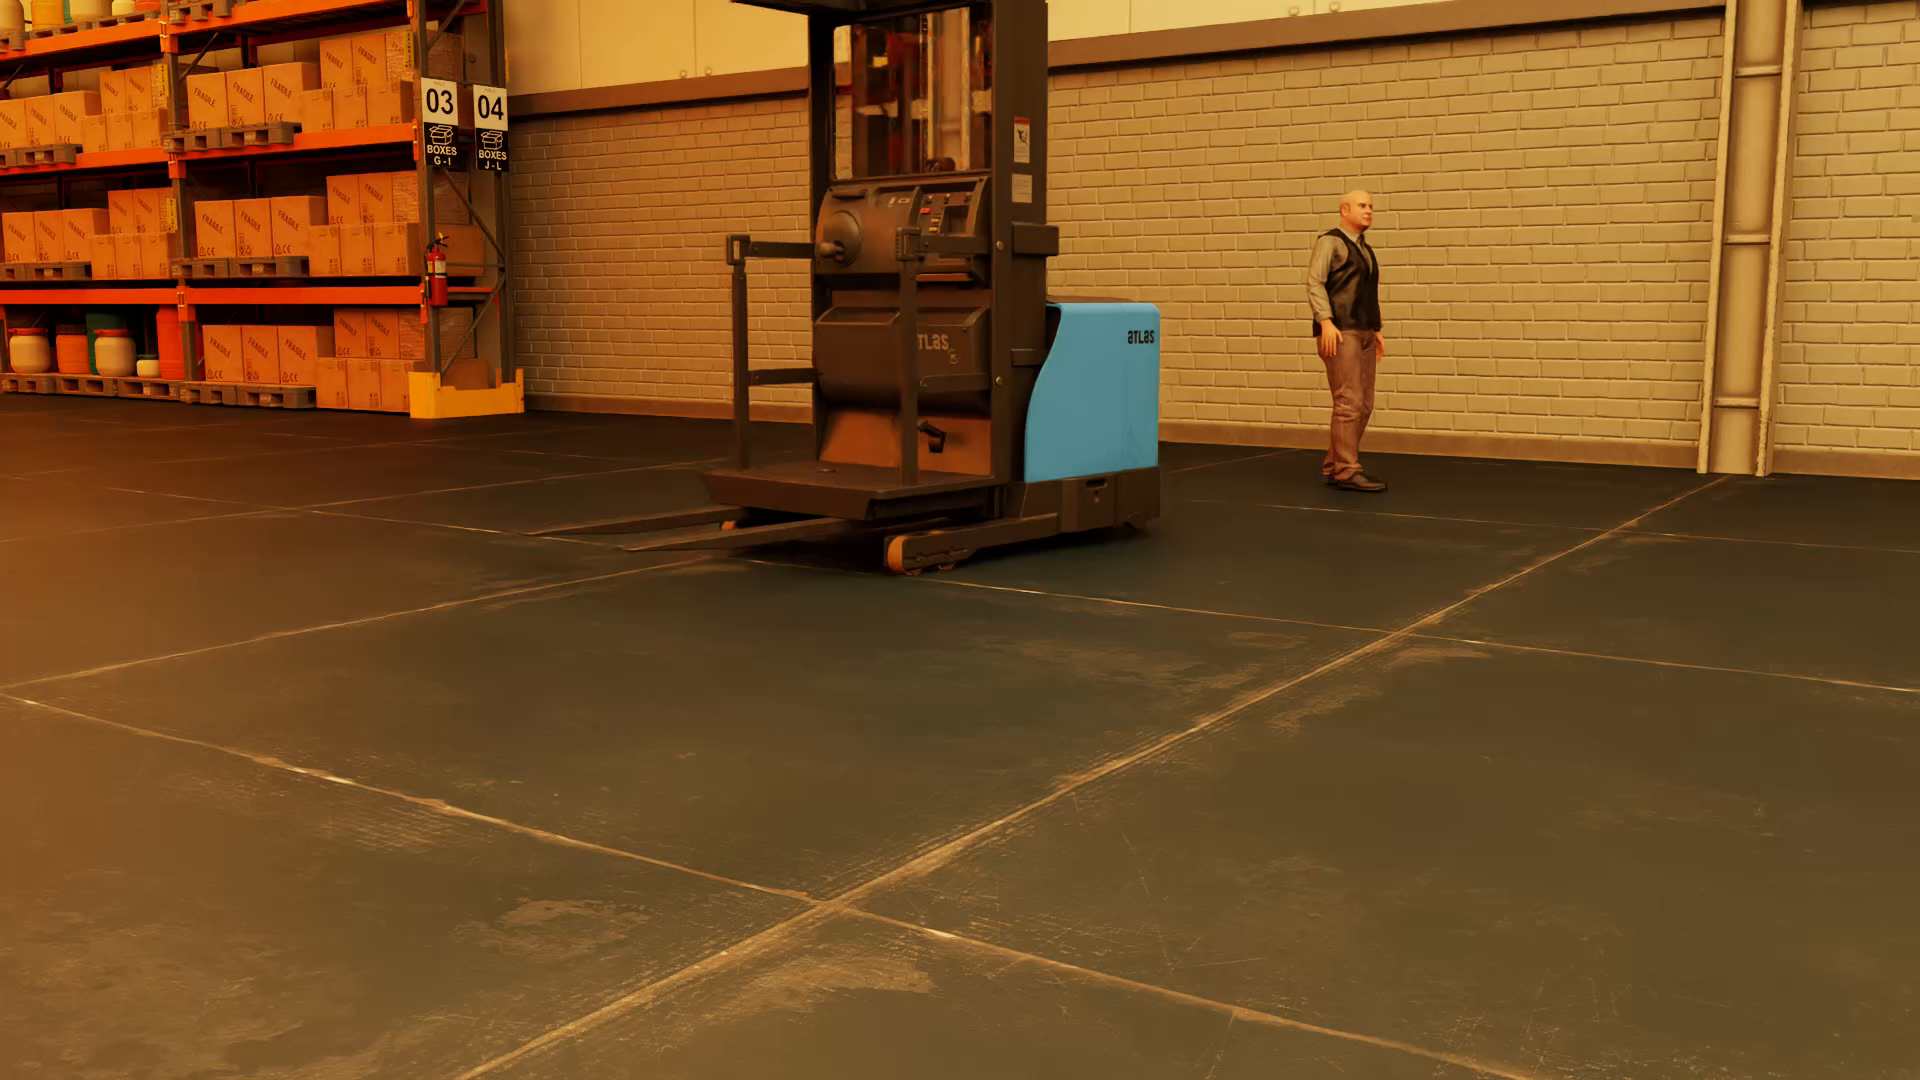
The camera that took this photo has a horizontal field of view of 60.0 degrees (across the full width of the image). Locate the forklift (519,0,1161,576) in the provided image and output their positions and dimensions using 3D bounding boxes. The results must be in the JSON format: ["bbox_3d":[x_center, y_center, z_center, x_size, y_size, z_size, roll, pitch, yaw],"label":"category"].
[{"bbox_3d":[-0.399,-1.386,6.939,1.130,2.935,3.031,7,11,41],"label":"forklift"}]

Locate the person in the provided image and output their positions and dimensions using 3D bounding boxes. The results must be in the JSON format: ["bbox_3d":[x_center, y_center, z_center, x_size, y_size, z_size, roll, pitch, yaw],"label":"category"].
[{"bbox_3d":[2.327,-1.164,9.676,0.544,1.721,0.688,6,10,36],"label":"person"}]
